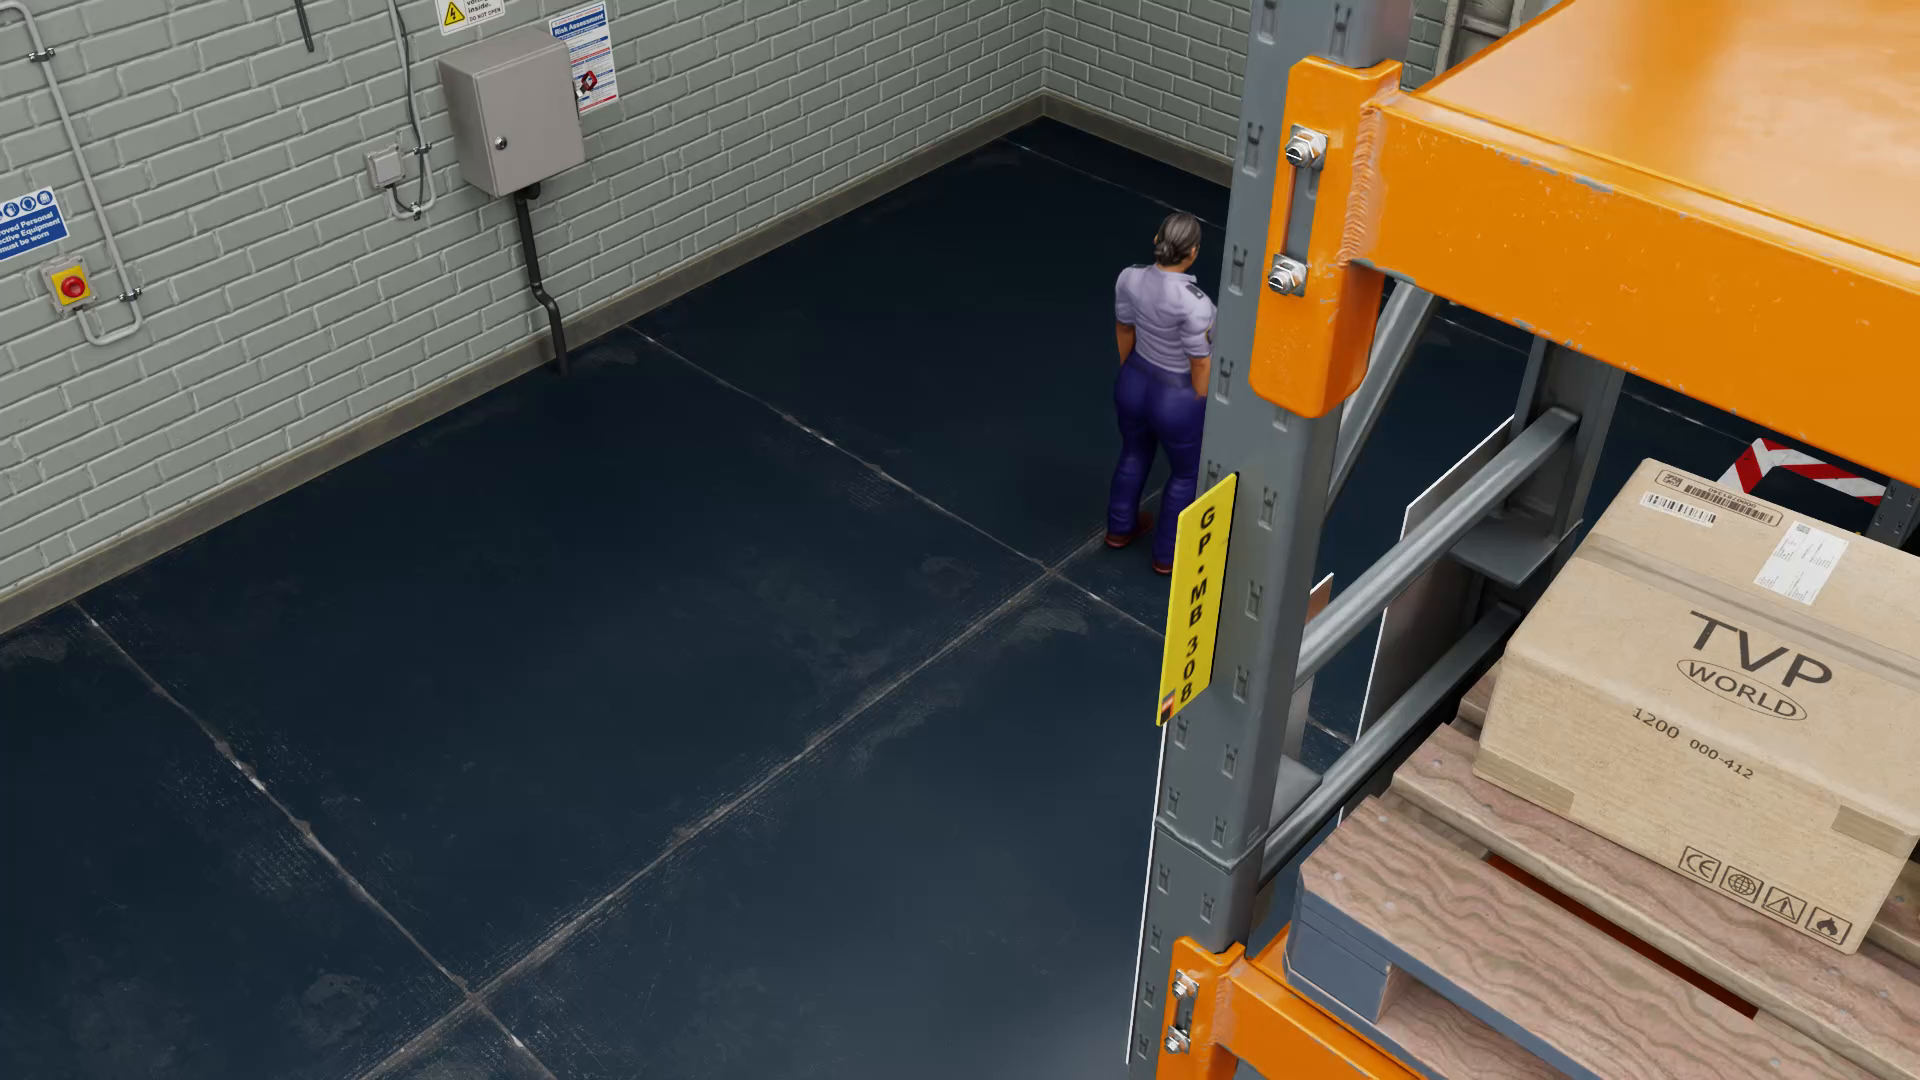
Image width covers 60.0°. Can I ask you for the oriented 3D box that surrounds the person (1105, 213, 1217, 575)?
[{"bbox_3d":[0.833,-0.605,6.911,0.474,1.640,0.339,31,49,32],"label":"person"}]
